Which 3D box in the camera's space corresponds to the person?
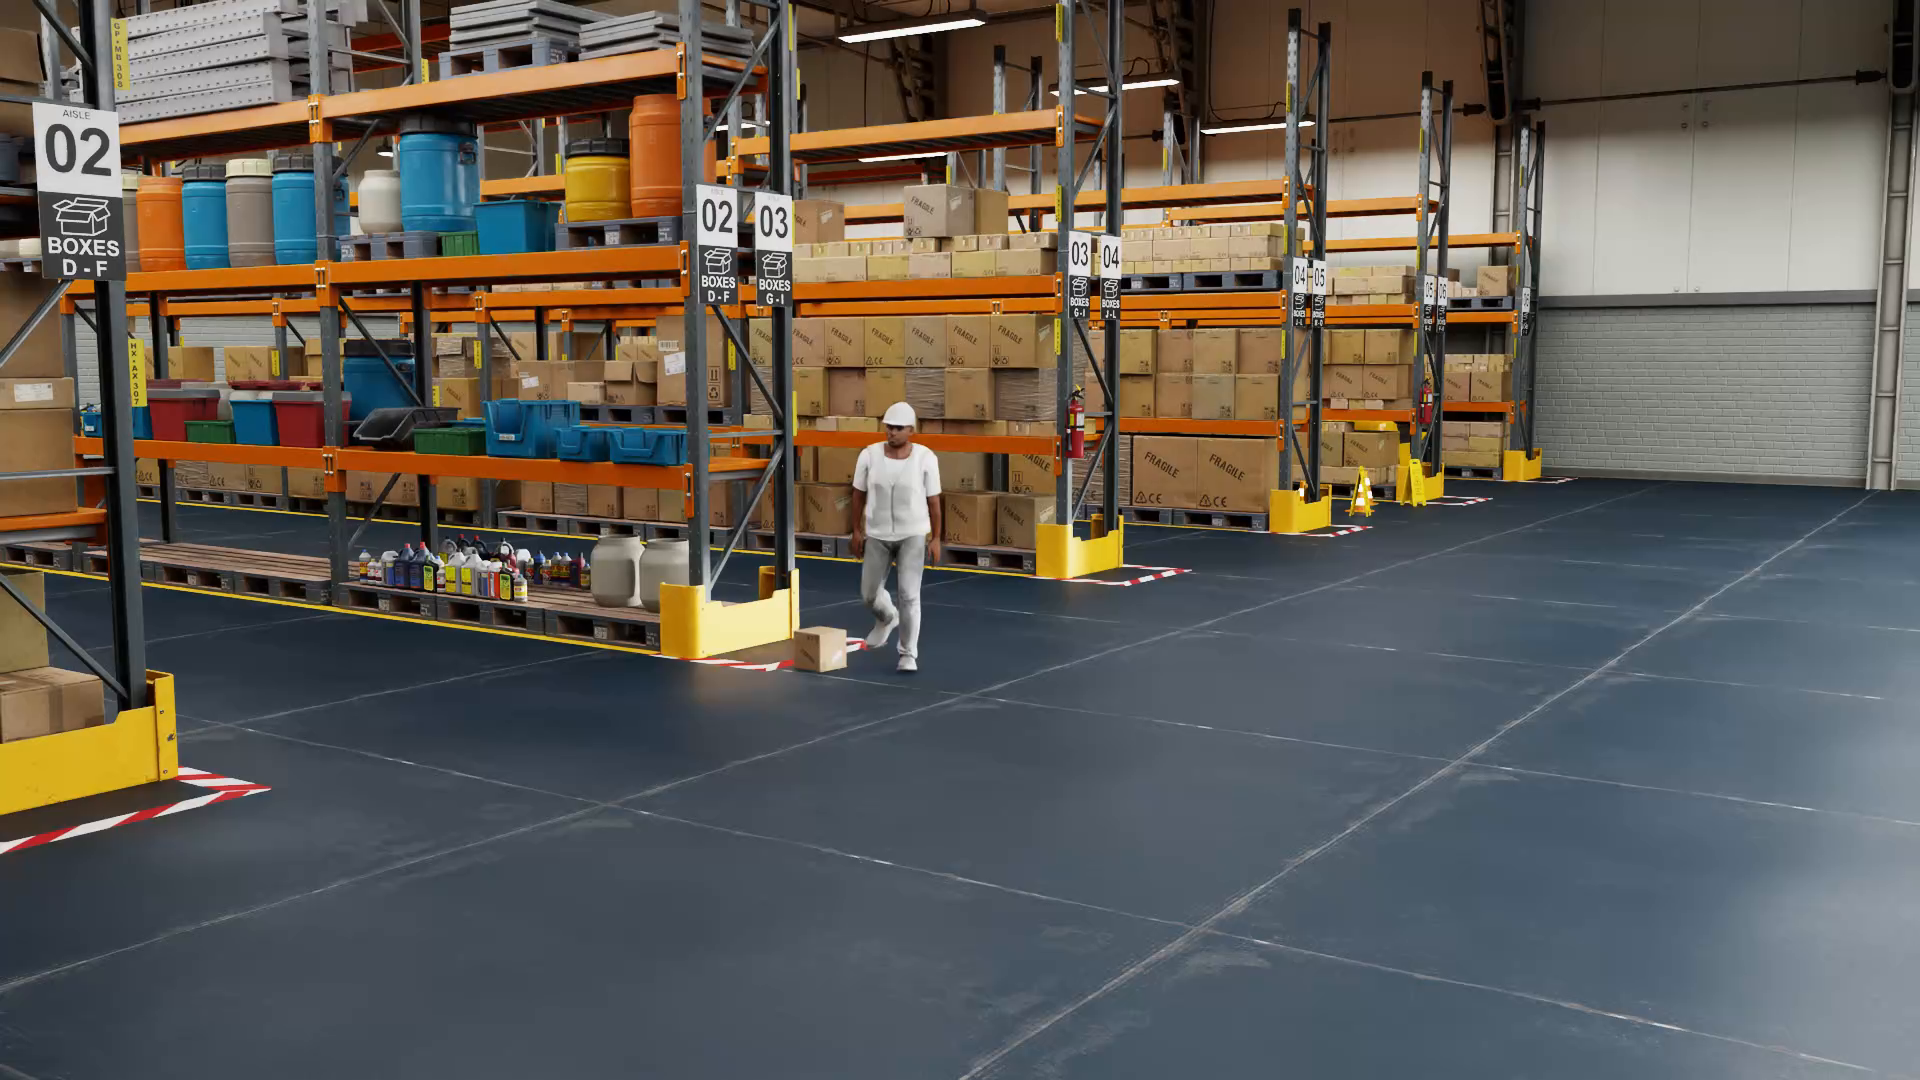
[{"bbox_3d":[-0.408,-0.035,10.927,0.598,1.752,0.717,1,6,7],"label":"person"}]
